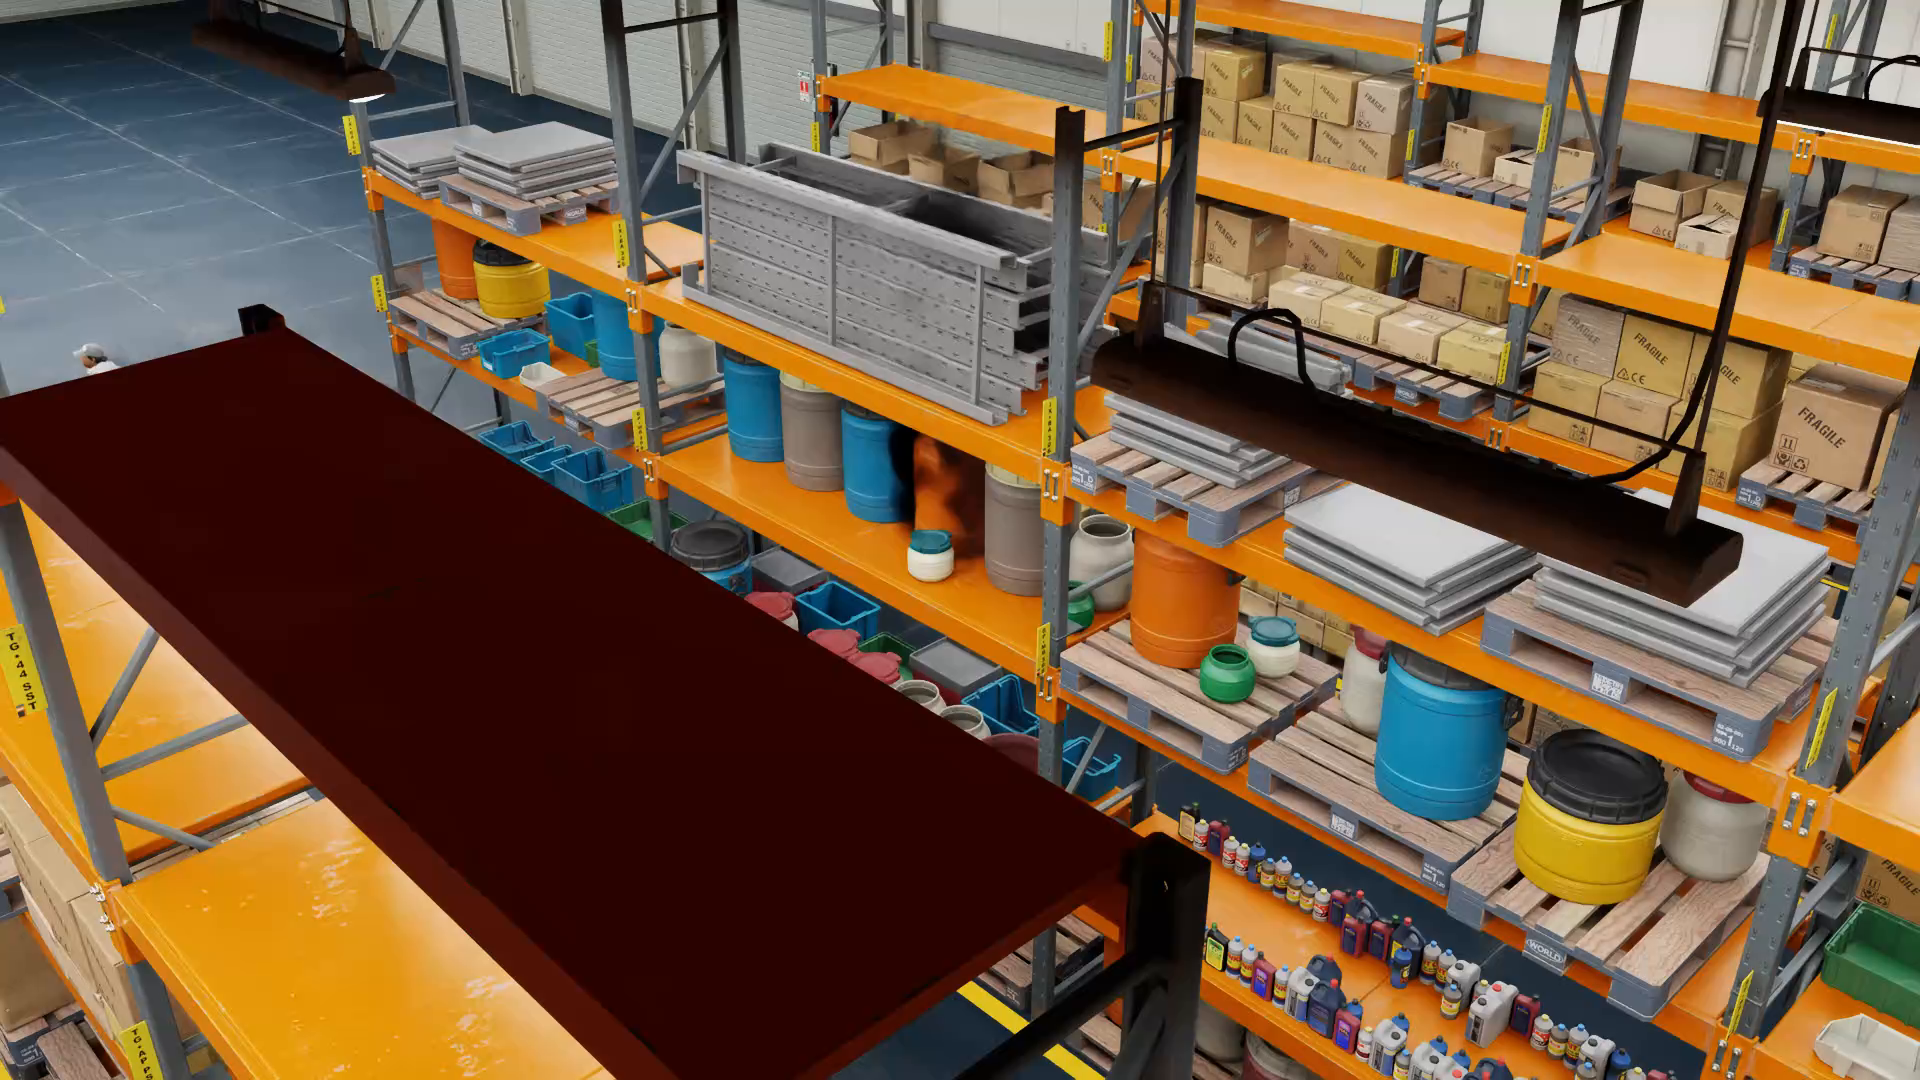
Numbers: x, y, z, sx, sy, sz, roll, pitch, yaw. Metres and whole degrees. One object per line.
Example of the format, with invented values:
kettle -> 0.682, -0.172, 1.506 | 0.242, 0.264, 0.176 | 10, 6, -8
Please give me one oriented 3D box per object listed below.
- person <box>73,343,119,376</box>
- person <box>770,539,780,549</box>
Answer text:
person -> -9.043, -1.328, 17.633 | 0.588, 1.613, 0.592 | -10, 30, -19
person -> -1.722, -0.390, 15.701 | 0.968, 1.747, 0.710 | 20, 34, 32
